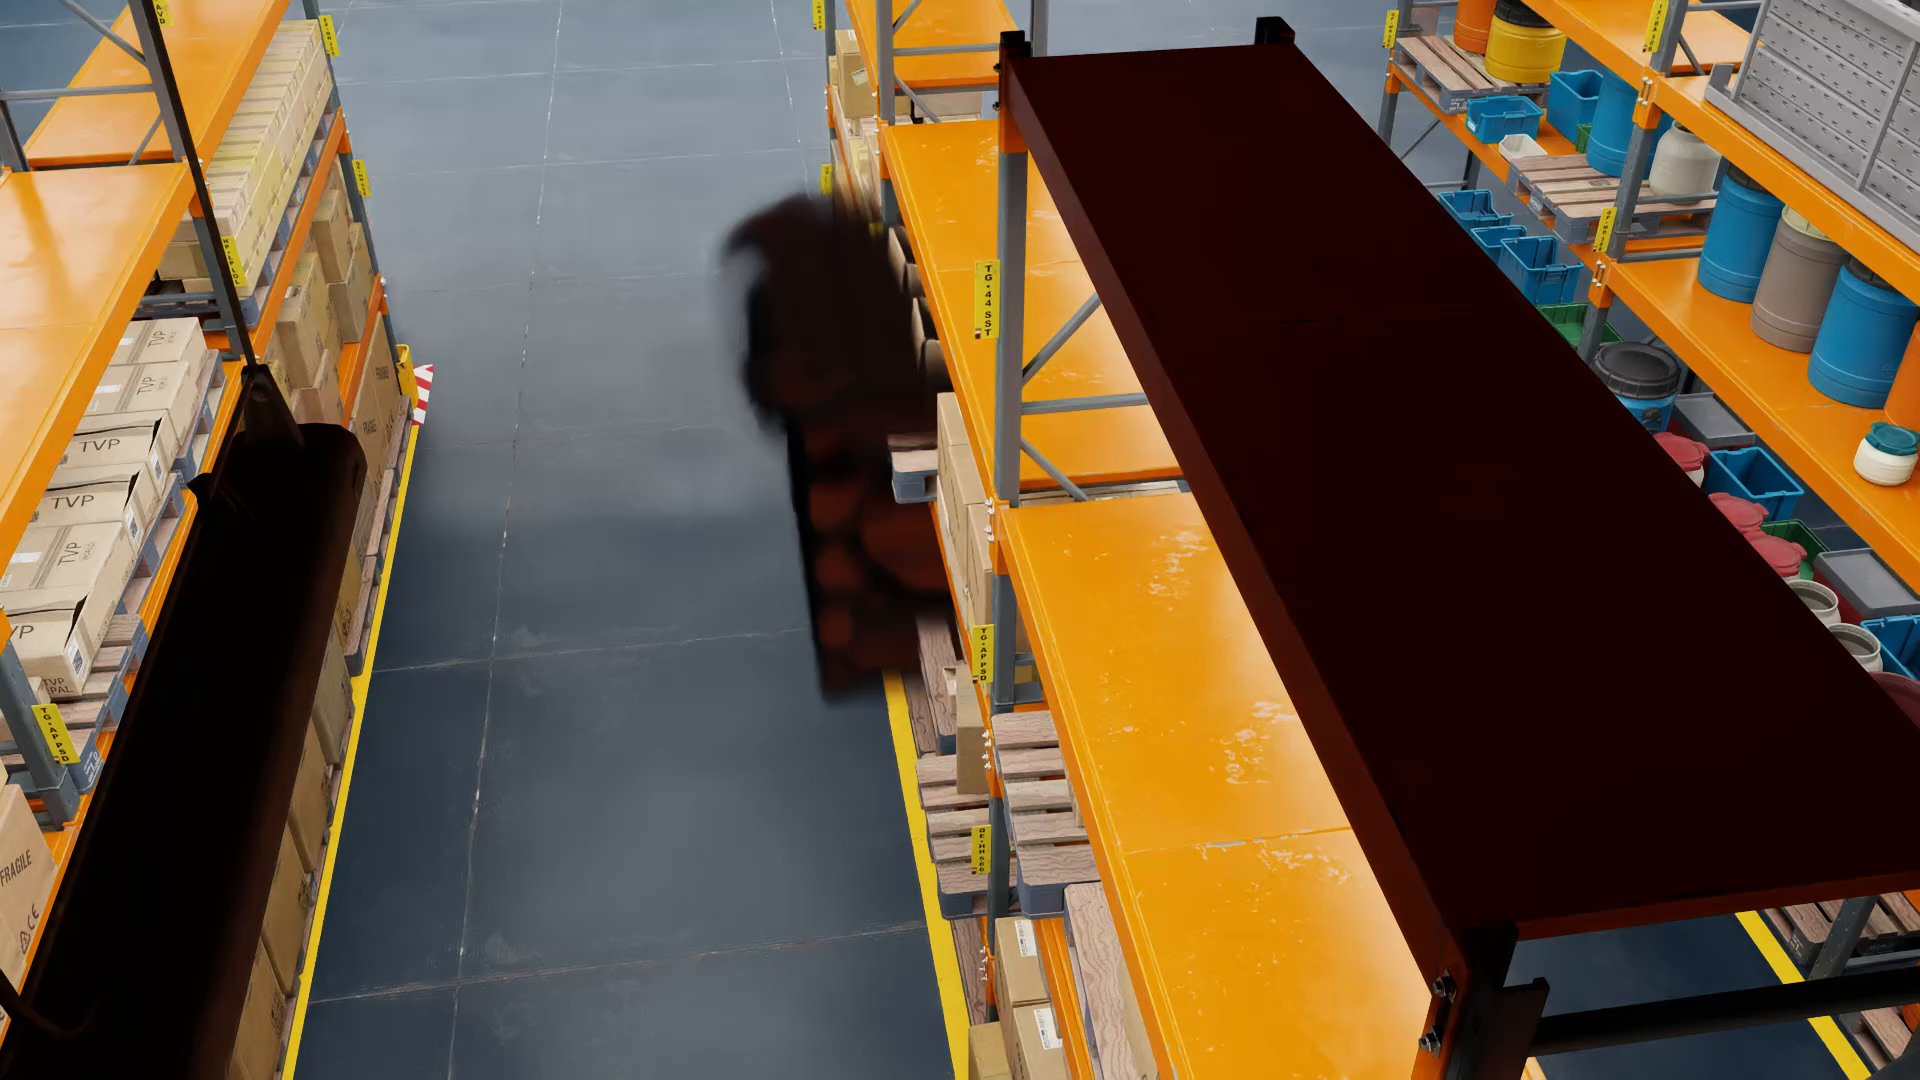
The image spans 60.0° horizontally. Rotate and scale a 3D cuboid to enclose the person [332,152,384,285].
[{"bbox_3d":[-6.012,-3.231,16.445,0.557,1.690,0.450,23,42,28],"label":"person"}]
